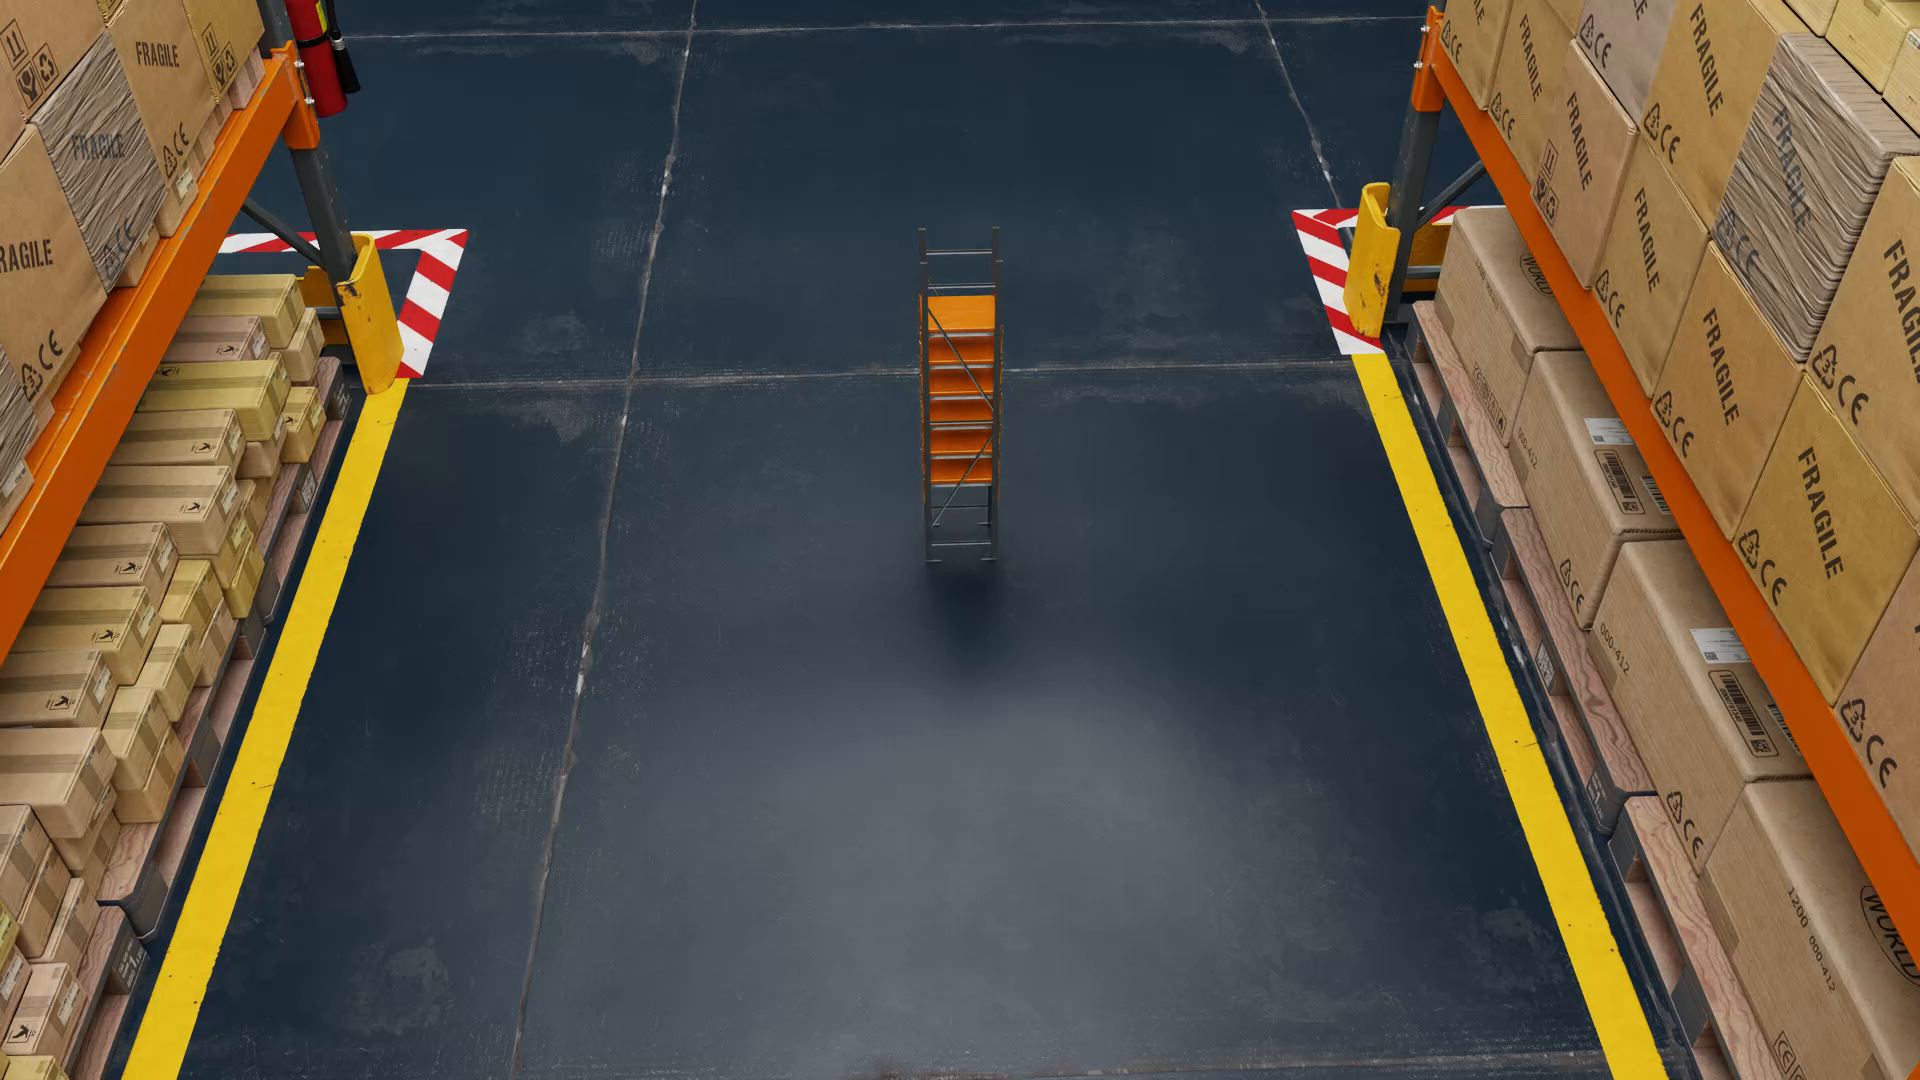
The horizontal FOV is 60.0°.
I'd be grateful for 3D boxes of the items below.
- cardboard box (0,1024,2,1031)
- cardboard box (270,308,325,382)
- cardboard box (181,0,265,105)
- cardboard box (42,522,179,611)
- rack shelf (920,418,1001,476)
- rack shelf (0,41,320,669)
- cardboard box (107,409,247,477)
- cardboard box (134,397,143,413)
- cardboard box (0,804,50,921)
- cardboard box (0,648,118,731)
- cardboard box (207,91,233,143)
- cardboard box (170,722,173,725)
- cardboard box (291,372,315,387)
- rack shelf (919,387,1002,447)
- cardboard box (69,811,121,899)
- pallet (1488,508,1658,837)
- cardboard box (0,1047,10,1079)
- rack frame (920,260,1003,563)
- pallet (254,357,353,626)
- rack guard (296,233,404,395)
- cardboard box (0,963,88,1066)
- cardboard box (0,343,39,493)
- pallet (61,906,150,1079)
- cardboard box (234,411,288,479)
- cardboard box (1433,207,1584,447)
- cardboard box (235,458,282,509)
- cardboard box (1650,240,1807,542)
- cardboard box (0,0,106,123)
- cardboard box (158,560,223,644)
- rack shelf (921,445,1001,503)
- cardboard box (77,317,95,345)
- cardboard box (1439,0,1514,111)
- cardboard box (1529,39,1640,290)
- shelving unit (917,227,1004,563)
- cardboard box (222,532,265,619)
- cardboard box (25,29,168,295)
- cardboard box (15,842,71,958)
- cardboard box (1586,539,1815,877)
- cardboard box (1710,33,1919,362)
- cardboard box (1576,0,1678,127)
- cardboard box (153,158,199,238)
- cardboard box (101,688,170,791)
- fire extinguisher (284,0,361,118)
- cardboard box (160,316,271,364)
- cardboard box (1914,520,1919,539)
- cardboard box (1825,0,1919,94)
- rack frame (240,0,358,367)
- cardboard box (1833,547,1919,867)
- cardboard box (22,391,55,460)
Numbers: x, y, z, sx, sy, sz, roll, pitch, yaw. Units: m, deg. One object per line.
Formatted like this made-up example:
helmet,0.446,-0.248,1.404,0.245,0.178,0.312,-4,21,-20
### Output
cardboard box,-2.368,1.136,3.649,0.380,0.149,0.250,0,43,0
cardboard box,-2.470,-0.680,5.851,0.380,0.149,0.250,-3,43,-3
cardboard box,-2.502,-1.666,5.053,0.500,0.500,0.500,-1,43,-1
cardboard box,-2.496,0.092,4.789,0.380,0.149,0.250,-3,43,-3
rack shelf,0.001,-0.311,5.445,0.258,0.103,0.180,-2,43,-2
rack shelf,-2.693,-0.200,4.280,1.077,0.370,4.000,-2,43,-2
cardboard box,-2.463,-0.269,5.182,0.380,0.149,0.250,-3,43,-4
cardboard box,-2.983,-0.382,5.745,0.380,0.149,0.250,-2,43,-2
cardboard box,-2.462,0.791,4.026,0.380,0.149,0.250,-3,43,-3
cardboard box,-2.485,0.436,4.414,0.380,0.149,0.250,-3,43,-4
cardboard box,-2.509,-1.341,5.179,0.380,0.149,0.250,-2,43,-2
cardboard box,-2.486,0.477,4.809,0.380,0.149,0.250,-1,43,-1
cardboard box,-2.547,-0.569,5.950,0.380,0.149,0.250,-1,43,-1
rack shelf,0.001,-0.400,5.364,0.258,0.103,0.180,-2,43,-2
cardboard box,-2.483,0.830,4.424,0.380,0.149,0.250,-3,43,-4
pallet,2.324,0.362,5.199,1.003,0.211,1.213,-2,43,-2
cardboard box,-2.404,1.250,3.746,0.380,0.149,0.250,-1,43,-1
rack frame,0.005,-0.371,5.267,0.240,1.200,0.006,-2,43,-2
pallet,-2.776,-0.186,5.797,1.003,0.211,1.213,-2,43,-2
rack guard,-2.775,-0.842,6.299,1.175,0.500,0.348,-2,43,-2
cardboard box,-2.376,1.180,4.041,0.380,0.149,0.250,-2,43,-2
cardboard box,-2.391,-0.278,3.539,0.500,0.500,0.500,-2,43,-3
pallet,-2.672,1.461,4.000,1.003,0.211,1.213,-2,43,-2
cardboard box,-2.447,-0.330,5.469,0.380,0.149,0.250,-3,43,-4
cardboard box,2.291,-0.793,5.980,0.875,0.438,0.875,-3,43,-3
cardboard box,-2.510,-0.218,5.567,0.380,0.149,0.250,-2,43,-2
cardboard box,1.995,-0.354,3.842,0.500,0.500,0.500,-2,43,-2
cardboard box,-2.457,-1.335,3.953,0.500,0.500,0.500,0,43,0
cardboard box,-2.419,0.193,4.898,0.380,0.149,0.250,0,43,0
rack shelf,0.001,-0.223,5.526,0.258,0.103,0.180,-2,43,-2
cardboard box,-2.515,-0.638,4.412,0.380,0.149,0.250,-3,43,-4
cardboard box,1.897,-1.730,5.343,0.500,0.500,0.500,-2,43,-2
cardboard box,1.950,-1.045,4.596,0.500,0.500,0.500,-2,43,-2
shelving unit,0.001,-0.433,5.334,0.258,1.200,0.189,-2,43,-2
cardboard box,-2.413,0.119,5.200,0.380,0.149,0.250,-3,43,-4
cardboard box,-2.454,-0.976,4.300,0.500,0.500,0.500,-2,43,-2
cardboard box,-2.459,0.904,4.123,0.380,0.149,0.250,-4,43,-4
cardboard box,2.375,0.434,4.643,0.875,0.438,0.875,-3,43,-3
cardboard box,1.993,-0.727,3.509,0.500,0.500,0.500,-1,43,-1
cardboard box,1.958,-1.403,4.246,0.500,0.500,0.500,-2,43,-2
cardboard box,-2.449,-1.001,4.808,0.380,0.149,0.250,-1,43,-1
cardboard box,-2.395,0.545,4.514,0.380,0.149,0.250,-2,43,-2
fire extinguisher,-2.328,-1.832,5.862,0.296,0.674,0.183,-2,43,-2
cardboard box,-2.549,-0.617,5.562,0.380,0.149,0.250,-1,43,-1
cardboard box,2.037,-0.041,2.761,0.500,0.500,0.500,-2,43,-2
cardboard box,2.011,-1.033,3.363,0.380,0.149,0.250,-2,43,-3
rack frame,-2.778,-1.815,5.510,1.000,3.000,0.127,-2,43,-2
cardboard box,2.058,0.332,3.093,0.500,0.500,0.500,-1,43,-1
cardboard box,-2.455,-0.290,4.032,0.380,0.149,0.250,0,43,0
